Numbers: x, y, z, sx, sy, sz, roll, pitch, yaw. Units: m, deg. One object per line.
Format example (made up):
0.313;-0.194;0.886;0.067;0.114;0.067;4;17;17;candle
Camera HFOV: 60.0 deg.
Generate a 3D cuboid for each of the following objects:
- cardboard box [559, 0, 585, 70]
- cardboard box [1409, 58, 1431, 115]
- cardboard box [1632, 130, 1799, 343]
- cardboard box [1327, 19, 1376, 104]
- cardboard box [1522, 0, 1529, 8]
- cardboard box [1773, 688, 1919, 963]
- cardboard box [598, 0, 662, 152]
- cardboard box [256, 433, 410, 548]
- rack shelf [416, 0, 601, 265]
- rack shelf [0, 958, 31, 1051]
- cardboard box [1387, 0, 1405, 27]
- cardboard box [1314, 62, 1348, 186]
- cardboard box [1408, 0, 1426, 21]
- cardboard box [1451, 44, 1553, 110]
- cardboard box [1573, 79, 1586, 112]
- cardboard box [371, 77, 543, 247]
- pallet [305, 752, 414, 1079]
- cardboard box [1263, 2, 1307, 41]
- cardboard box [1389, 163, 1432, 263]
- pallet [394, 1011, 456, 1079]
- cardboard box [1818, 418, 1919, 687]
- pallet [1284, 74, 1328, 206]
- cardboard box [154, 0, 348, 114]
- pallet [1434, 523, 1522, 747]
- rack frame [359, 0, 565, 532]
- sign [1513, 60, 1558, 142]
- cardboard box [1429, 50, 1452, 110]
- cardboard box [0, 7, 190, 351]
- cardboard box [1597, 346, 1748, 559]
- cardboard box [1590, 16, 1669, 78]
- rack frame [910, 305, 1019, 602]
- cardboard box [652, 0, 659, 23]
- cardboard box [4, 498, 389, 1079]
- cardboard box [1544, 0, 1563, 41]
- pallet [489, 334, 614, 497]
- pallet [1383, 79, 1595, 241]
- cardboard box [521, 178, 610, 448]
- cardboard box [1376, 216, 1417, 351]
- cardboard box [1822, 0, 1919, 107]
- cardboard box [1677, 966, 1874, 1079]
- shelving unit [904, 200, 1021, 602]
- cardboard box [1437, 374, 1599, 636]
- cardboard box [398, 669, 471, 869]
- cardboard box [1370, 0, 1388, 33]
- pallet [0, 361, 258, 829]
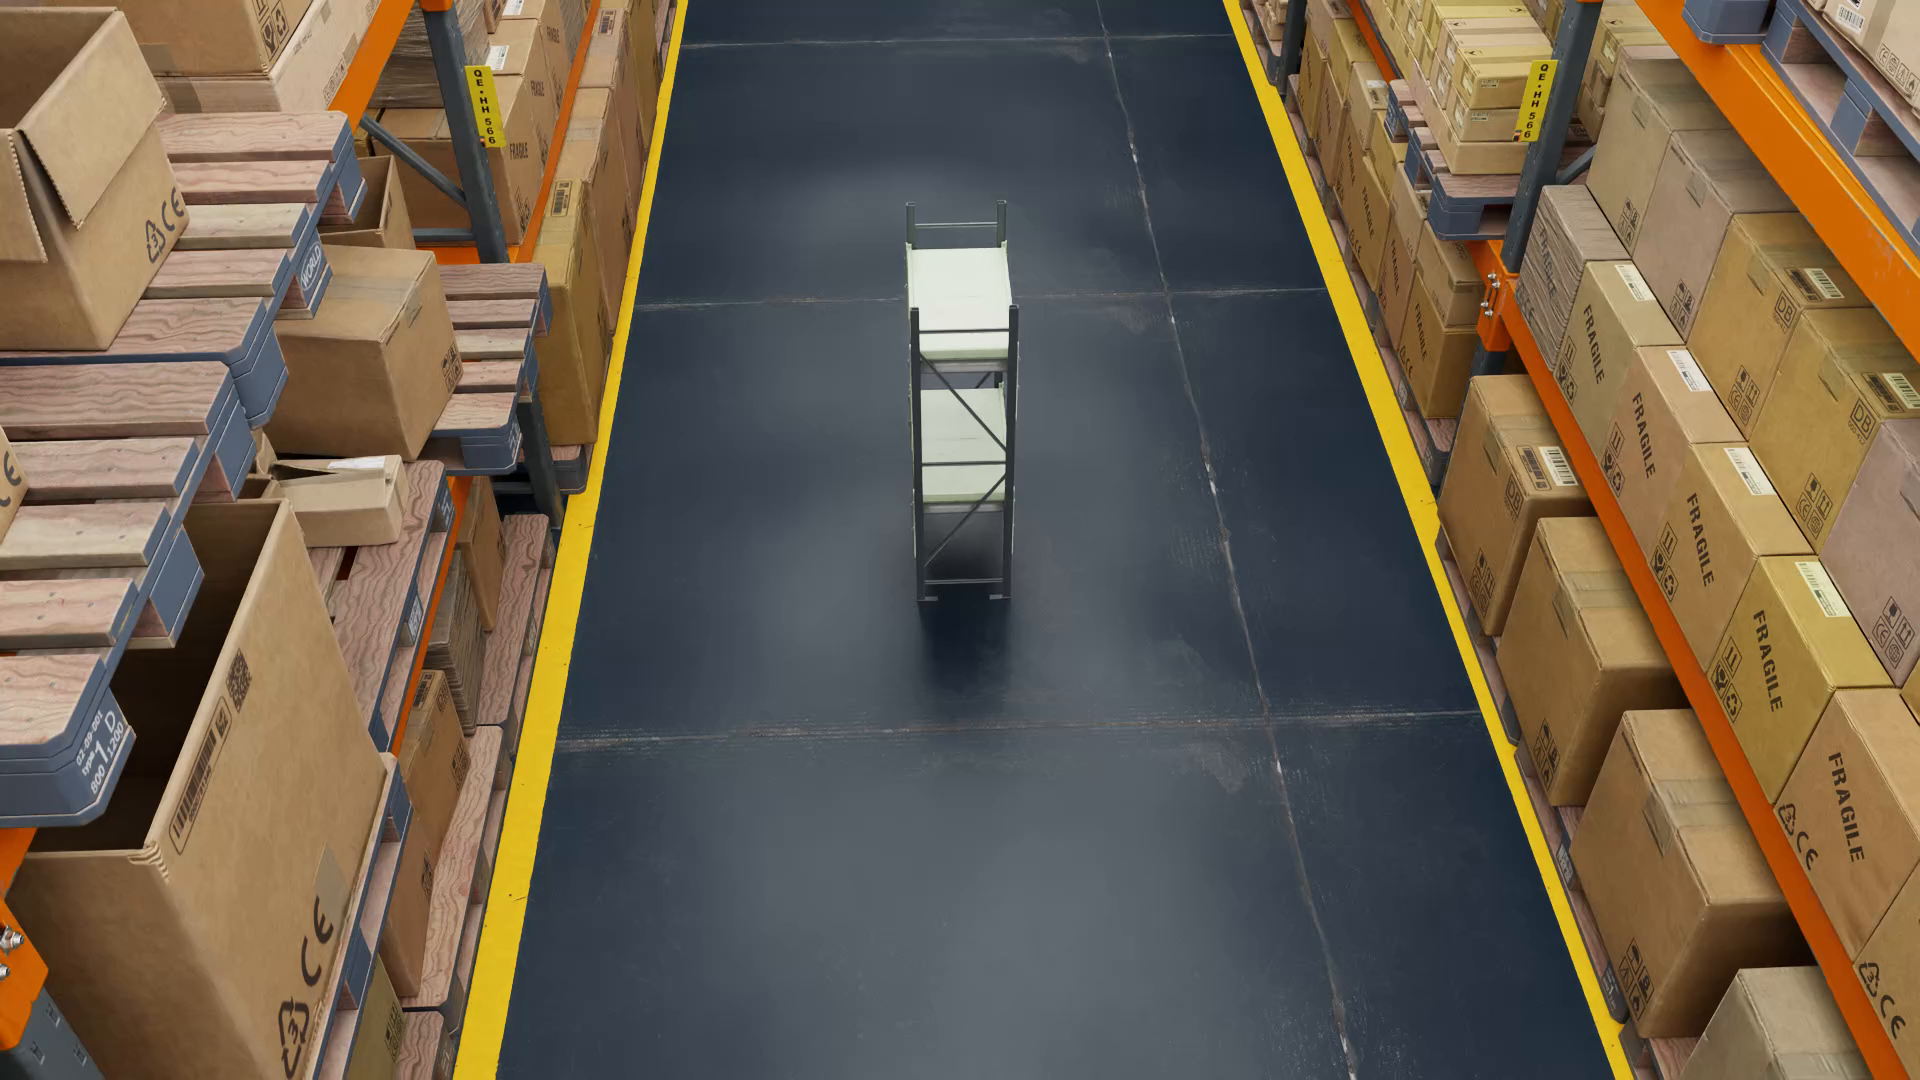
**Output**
-2.106;-2.577;7.917;0.500;0.500;0.500;-1;43;-2;cardboard box
2.171;-1.970;7.204;0.380;0.149;0.250;-1;43;-1;cardboard box
2.704;-1.007;5.465;0.700;0.500;0.500;-2;43;-2;cardboard box
2.294;-2.591;8.990;0.500;0.250;0.500;-1;43;-1;cardboard box
2.796;-2.512;7.795;0.380;0.149;0.250;-1;43;-1;cardboard box
2.531;0.731;4.308;0.500;0.500;0.500;-2;43;-2;cardboard box
-2.411;-2.813;9.510;1.225;0.875;0.875;-2;43;-2;cardboard box
-1.948;-0.160;5.143;0.396;0.266;0.258;-3;43;-3;cardboard box
-2.373;-2.257;8.175;1.077;0.370;4.000;-2;43;-2;rack shelf
-2.033;2.038;1.269;1.077;0.370;4.000;-2;43;-2;rack shelf
2.151;-2.434;7.490;0.380;0.149;0.250;-2;43;-2;cardboard box
2.292;-2.317;9.246;0.500;0.500;0.500;0;43;0;cardboard box
2.158;-2.372;7.203;0.380;0.149;0.250;0;43;-1;cardboard box
2.193;-1.846;6.628;0.380;0.149;0.250;-3;43;-3;cardboard box
2.831;-1.980;7.215;0.380;0.149;0.250;0;43;0;cardboard box
-2.037;-1.545;6.791;0.500;0.500;0.500;0;43;-1;cardboard box
-2.005;1.079;4.145;1.003;0.211;1.213;-2;43;-2;pallet
2.145;-3.306;10.585;0.380;0.149;0.250;-1;43;-1;cardboard box
2.348;-1.551;7.856;0.500;0.250;0.500;-1;43;-1;cardboard box
-2.153;2.030;5.028;1.003;0.211;1.213;-2;43;-2;pallet
2.770;0.025;4.338;0.700;0.500;0.500;-1;43;-1;cardboard box
2.536;-2.393;9.855;1.003;0.211;1.213;-2;43;-2;pallet
-1.970;-1.235;4.419;0.500;0.250;0.500;-1;43;-1;cardboard box
2.630;0.316;6.899;1.003;0.211;1.213;-2;43;-2;pallet
-2.288;-1.172;6.459;1.000;3.000;0.127;-2;43;-2;rack frame
2.130;-1.622;6.151;0.100;0.325;0.005;-2;43;-2;sign
2.183;-1.919;6.928;0.380;0.149;0.250;0;43;0;cardboard box
-2.080;-0.727;3.366;0.797;0.503;0.637;0;43;0;cardboard box
2.466;-0.289;5.421;0.500;0.500;0.500;-2;43;-2;cardboard box
2.832;-2.027;6.826;0.380;0.149;0.250;-3;43;-3;cardboard box
0.016;-0.301;6.618;0.400;1.500;0.023;-2;43;-2;rack frame
-2.406;-3.692;10.469;0.875;0.875;0.875;-2;43;-2;cardboard box
-2.012;0.612;3.758;1.000;1.000;1.000;-1;43;-2;cardboard box
2.812;-2.284;7.326;0.380;0.149;0.250;-1;43;-2;cardboard box
-2.246;-0.679;7.984;1.003;0.211;1.213;-2;43;-2;pallet
2.535;-1.654;7.126;1.213;0.211;1.003;-2;43;-2;pallet
-2.297;-1.010;7.544;1.225;0.875;0.875;-3;43;-4;cardboard box
2.364;-1.267;8.101;0.500;0.500;0.500;0;43;0;cardboard box
2.526;-1.331;4.093;0.500;0.311;0.500;-2;43;-3;cardboard box
2.725;1.712;4.666;1.050;0.750;0.750;-2;43;-2;cardboard box
0.000;-0.548;6.888;0.431;1.500;0.755;-2;43;-2;shelving unit
2.608;-0.158;6.707;1.050;0.750;0.750;-2;43;-2;cardboard box
-2.172;0.795;5.836;0.700;0.500;0.500;2;43;2;cardboard box
2.142;-2.495;7.776;0.380;0.149;0.250;0;43;0;cardboard box
-2.038;0.072;3.021;1.213;0.211;1.003;-2;43;-2;pallet
